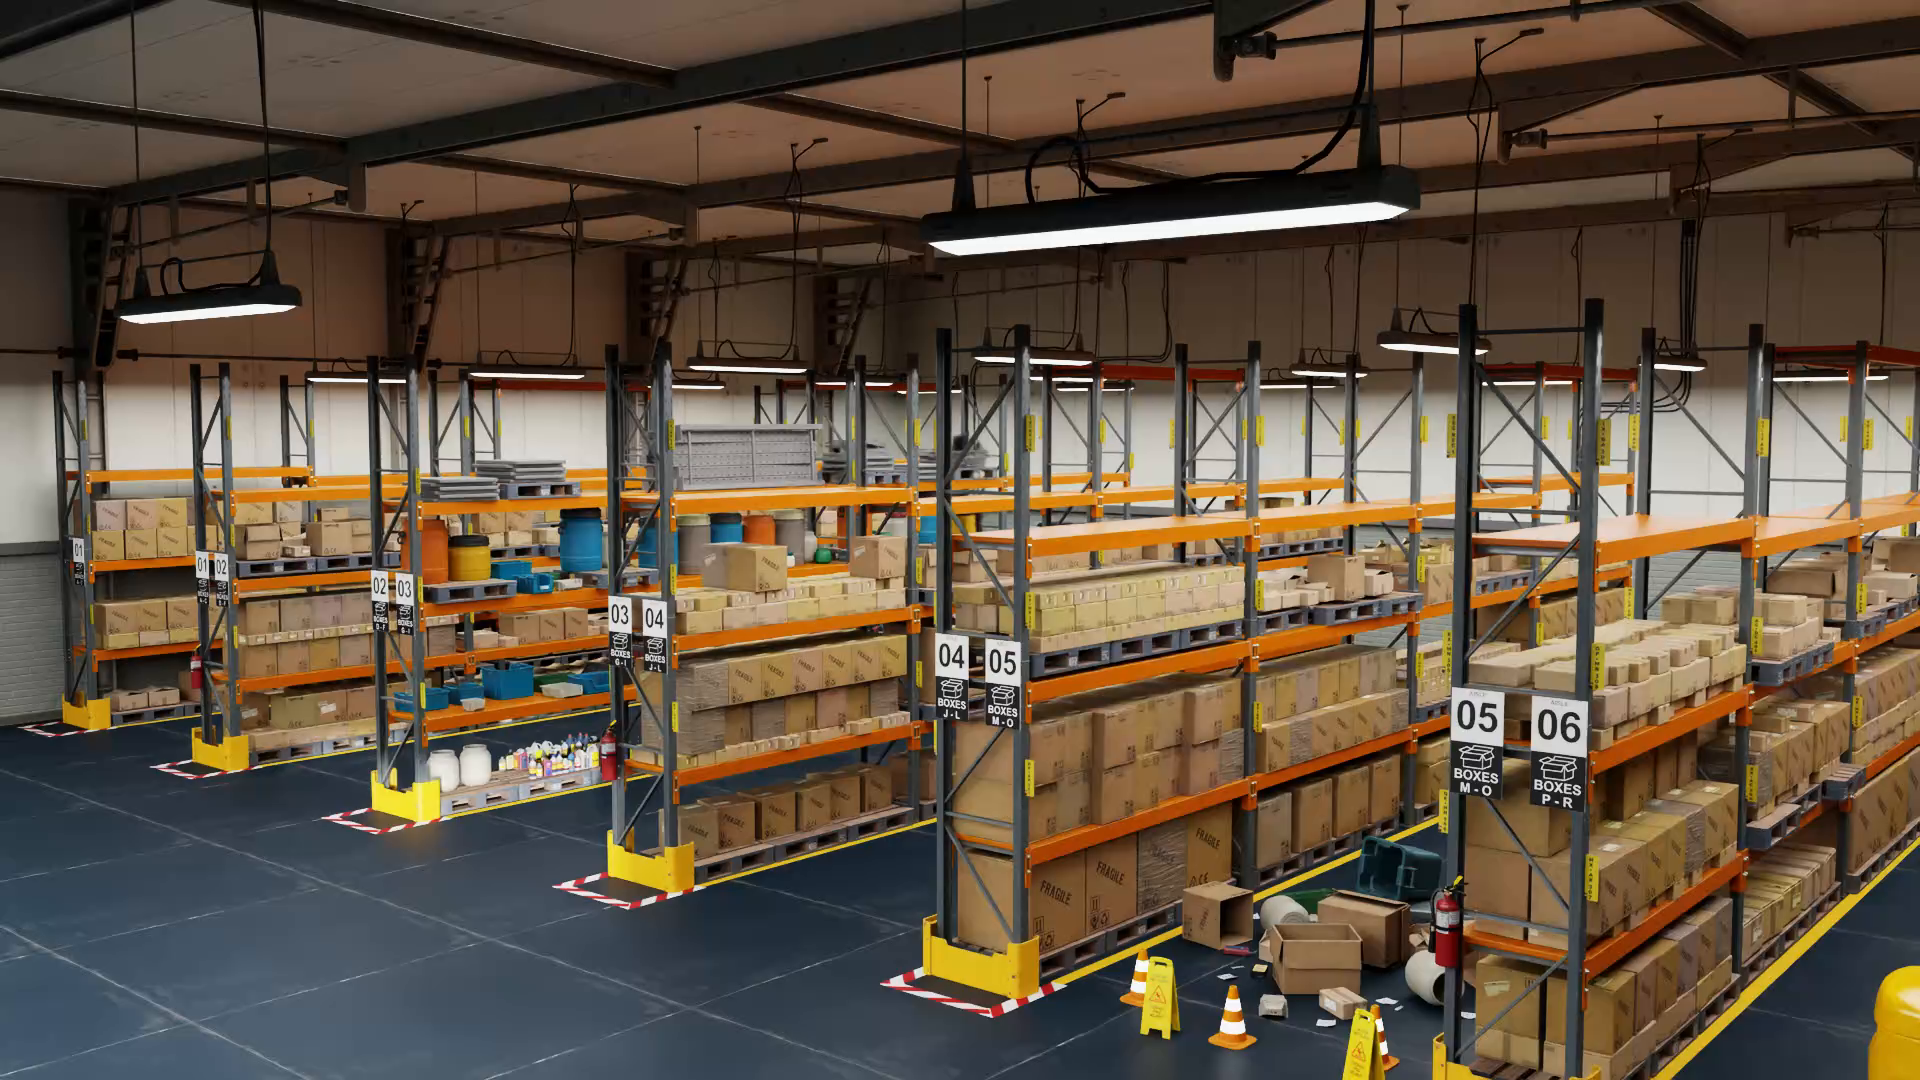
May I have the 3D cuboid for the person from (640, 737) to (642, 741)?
[{"bbox_3d":[-4.705,2.407,26.669,0.871,1.621,0.577,-1,4,-10],"label":"person"}]
